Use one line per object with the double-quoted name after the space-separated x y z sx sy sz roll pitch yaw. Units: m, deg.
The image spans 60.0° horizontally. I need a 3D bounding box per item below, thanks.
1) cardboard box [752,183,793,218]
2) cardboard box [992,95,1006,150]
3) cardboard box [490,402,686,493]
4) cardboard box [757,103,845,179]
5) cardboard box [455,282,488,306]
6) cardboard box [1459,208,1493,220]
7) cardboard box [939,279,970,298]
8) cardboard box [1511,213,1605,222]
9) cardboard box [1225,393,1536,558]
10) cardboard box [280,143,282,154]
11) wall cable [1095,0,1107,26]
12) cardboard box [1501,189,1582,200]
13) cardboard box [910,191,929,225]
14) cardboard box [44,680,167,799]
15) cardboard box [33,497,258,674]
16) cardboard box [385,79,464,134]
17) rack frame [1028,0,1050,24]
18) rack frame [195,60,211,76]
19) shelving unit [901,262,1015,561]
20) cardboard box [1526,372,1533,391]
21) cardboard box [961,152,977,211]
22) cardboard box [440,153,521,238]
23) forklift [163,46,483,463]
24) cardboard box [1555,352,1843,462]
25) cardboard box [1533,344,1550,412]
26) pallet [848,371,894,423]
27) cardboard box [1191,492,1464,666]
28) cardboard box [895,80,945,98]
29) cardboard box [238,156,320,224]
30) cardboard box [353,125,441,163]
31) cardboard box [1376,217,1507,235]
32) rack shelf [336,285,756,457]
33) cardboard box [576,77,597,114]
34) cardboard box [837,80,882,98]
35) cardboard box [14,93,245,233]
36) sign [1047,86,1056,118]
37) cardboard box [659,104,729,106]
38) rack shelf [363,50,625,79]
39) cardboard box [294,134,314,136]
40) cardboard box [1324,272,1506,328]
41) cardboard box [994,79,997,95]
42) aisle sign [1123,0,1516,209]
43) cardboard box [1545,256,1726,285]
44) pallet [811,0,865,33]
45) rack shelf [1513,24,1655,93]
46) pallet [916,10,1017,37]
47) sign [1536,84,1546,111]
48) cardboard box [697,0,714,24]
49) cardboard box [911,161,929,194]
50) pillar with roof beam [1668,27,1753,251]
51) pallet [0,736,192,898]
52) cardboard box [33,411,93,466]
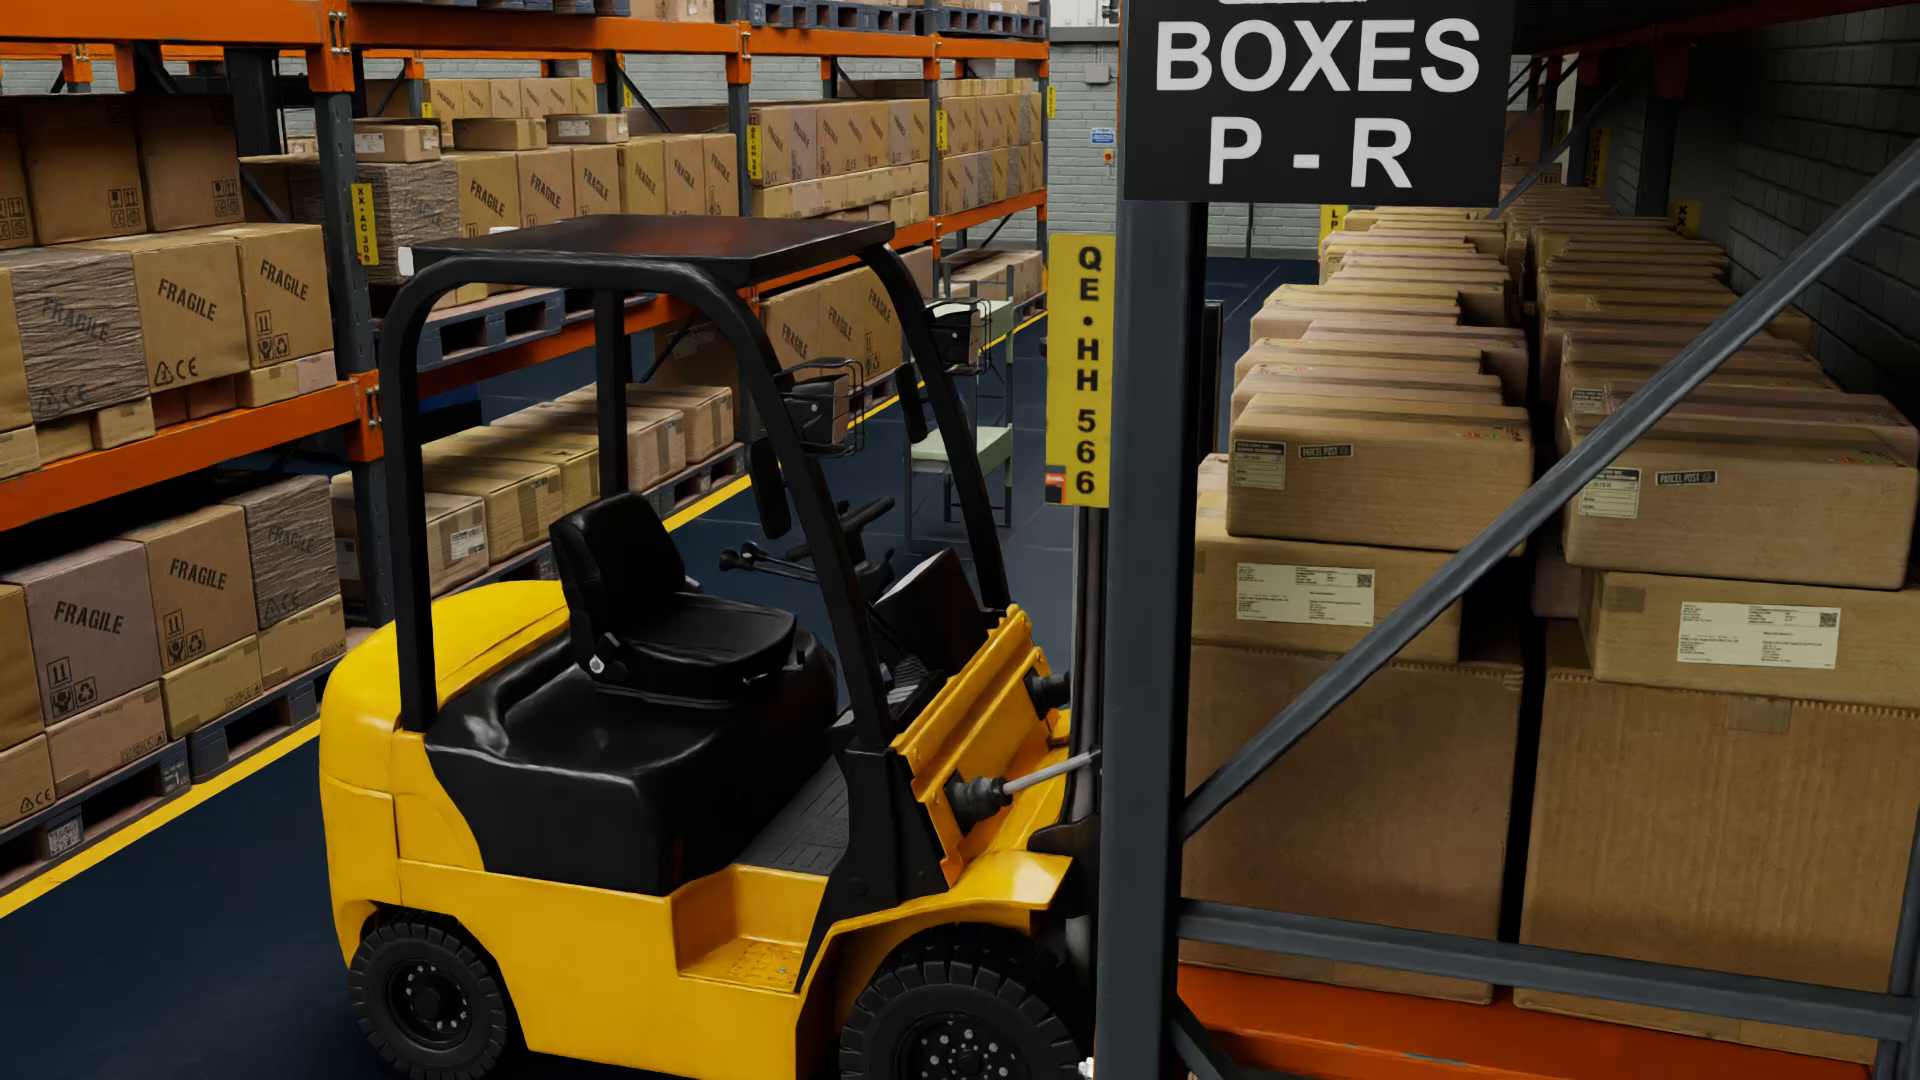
-1.437 -2.240 11.088 0.500 0.250 0.500 5 16 15 "cardboard box"
0.138 -4.036 16.046 0.500 0.500 0.500 5 16 15 "cardboard box"
-2.190 -0.555 9.836 0.950 0.372 0.625 4 16 15 "cardboard box"
-1.150 -2.862 11.907 0.500 0.500 0.500 5 17 17 "cardboard box"
-2.415 -1.177 7.675 0.380 0.149 0.250 5 17 17 "cardboard box"
2.231 -1.460 7.607 0.380 0.149 0.250 5 16 16 "cardboard box"
-0.400 -2.130 15.267 0.875 0.438 0.875 4 16 15 "cardboard box"
2.524 -1.293 7.018 0.380 0.149 0.250 4 16 15 "cardboard box"
0.568 -0.094 2.248 0.380 0.149 0.250 5 16 16 "cardboard box"
-5.829 -3.198 13.707 0.380 0.149 0.250 4 16 15 "cardboard box"
1.802 -8.447 22.620 0.463 3.000 0.029 5 16 16 "wall cable"
2.944 -1.693 8.430 0.380 0.149 0.250 5 16 16 "cardboard box"
-0.567 -2.796 13.963 0.500 0.250 0.500 4 16 15 "cardboard box"
-3.156 0.657 5.784 0.500 0.250 0.500 5 17 17 "cardboard box"
-3.008 0.157 6.173 0.500 0.500 0.500 5 17 17 "cardboard box"
-5.094 -4.133 15.844 0.500 0.500 0.500 5 17 17 "cardboard box"
0.456 -6.937 17.296 1.000 3.000 0.127 5 16 16 "rack frame"
-9.046 -4.820 20.824 1.000 3.000 0.127 5 16 16 "rack frame"
-0.002 -0.720 9.119 0.431 1.500 0.755 5 16 16 "shelving unit"
1.656 -0.173 4.260 0.500 0.500 0.500 4 16 14 "cardboard box"
-0.150 -3.286 15.236 0.500 0.500 0.500 5 17 16 "cardboard box"
-2.405 -1.536 7.751 0.500 0.500 0.500 5 16 16 "cardboard box"
-4.903 -2.195 11.696 3.031 2.935 1.130 9 18 29 "forklift"
1.137 -0.192 2.591 0.380 0.149 0.250 5 17 17 "cardboard box"
1.523 -0.381 3.802 0.380 0.149 0.250 4 16 14 "cardboard box"
-1.173 -1.135 12.945 1.003 0.211 1.213 5 16 16 "pallet"
0.499 0.046 2.297 0.380 0.149 0.250 5 17 17 "cardboard box"
-0.343 -3.908 14.407 0.380 0.149 0.250 4 16 15 "cardboard box"
-3.043 -1.443 7.424 0.500 0.500 0.500 4 16 15 "cardboard box"
-2.482 -1.713 7.183 0.380 0.149 0.250 5 16 16 "cardboard box"
1.460 -0.894 5.066 0.380 0.149 0.250 5 17 17 "cardboard box"
-2.386 -1.089 8.989 1.077 0.370 4.000 5 16 16 "rack shelf"
-4.211 -4.942 18.694 0.500 0.500 0.500 4 16 15 "cardboard box"
-0.899 -3.951 14.558 0.380 0.149 0.250 4 16 15 "cardboard box"
-3.288 -1.486 6.509 0.700 0.500 0.500 4 16 15 "cardboard box"
0.972 -4.676 17.763 0.100 0.325 0.005 5 16 16 "sign"
-1.784 -2.778 11.610 0.500 0.500 0.500 5 17 17 "cardboard box"
-4.887 -4.982 17.219 1.077 0.370 4.000 5 16 16 "rack shelf"
-6.009 -3.662 15.344 0.380 0.149 0.250 6 17 19 "cardboard box"
0.999 -0.496 3.665 0.380 0.149 0.250 5 17 17 "cardboard box"
0.143 -4.378 16.062 0.380 0.149 0.250 5 17 18 "cardboard box"
0.368 -0.737 1.668 0.394 0.787 0.004 5 16 16 "aisle sign"
1.610 -0.591 4.000 0.380 0.149 0.250 4 16 15 "cardboard box"
-1.371 -3.776 11.993 1.003 0.211 1.213 5 17 18 "pallet"
2.374 -2.148 7.226 1.077 0.370 4.000 5 16 16 "rack shelf"
-0.090 -4.936 15.902 1.003 0.211 1.213 5 16 16 "pallet"
5.742 -4.328 16.390 0.100 0.325 0.005 5 16 16 "sign"
-1.706 -3.182 10.013 0.380 0.149 0.250 5 16 16 "cardboard box"
-0.573 -3.039 13.904 0.500 0.250 0.500 5 16 16 "cardboard box"
-0.692 -4.383 8.292 9.100 9.000 0.400 5 16 16 "pillar with roof beam"
-3.456 0.929 5.669 1.003 0.211 1.213 5 16 16 "pallet"
-3.141 -0.352 5.535 0.380 0.149 0.250 4 16 15 "cardboard box"
